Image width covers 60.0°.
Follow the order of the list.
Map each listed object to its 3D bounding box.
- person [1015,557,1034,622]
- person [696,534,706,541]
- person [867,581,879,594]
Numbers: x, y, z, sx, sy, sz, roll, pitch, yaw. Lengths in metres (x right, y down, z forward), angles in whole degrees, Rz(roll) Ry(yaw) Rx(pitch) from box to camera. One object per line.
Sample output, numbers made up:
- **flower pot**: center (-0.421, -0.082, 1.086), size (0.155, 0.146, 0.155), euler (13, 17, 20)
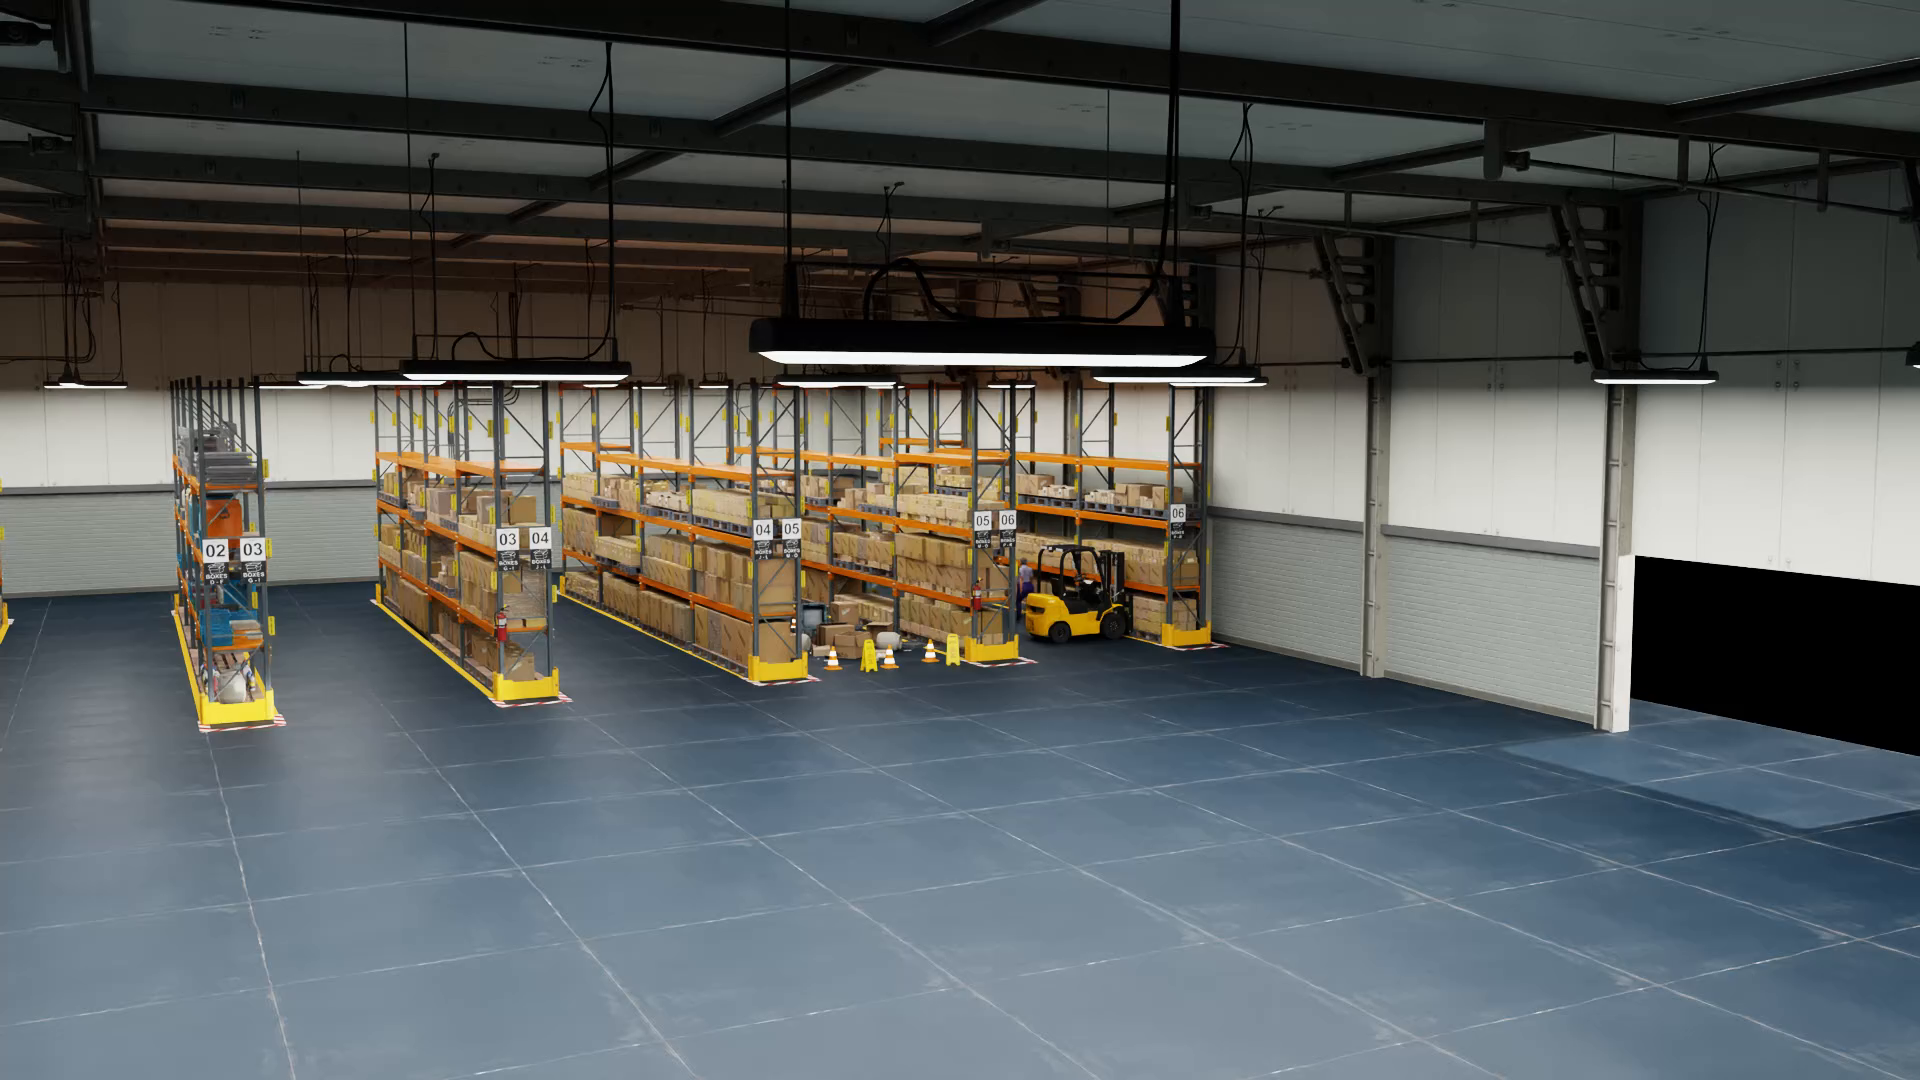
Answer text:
- **person**: center (1.619, 1.259, 41.291), size (0.518, 1.670, 0.701), euler (-4, 7, -39)
- **person**: center (-8.139, 0.314, 51.109), size (1.125, 1.695, 0.522), euler (-5, 7, -43)
- **person**: center (-2.545, 0.617, 45.408), size (0.601, 1.726, 0.549), euler (-2, 5, -17)
